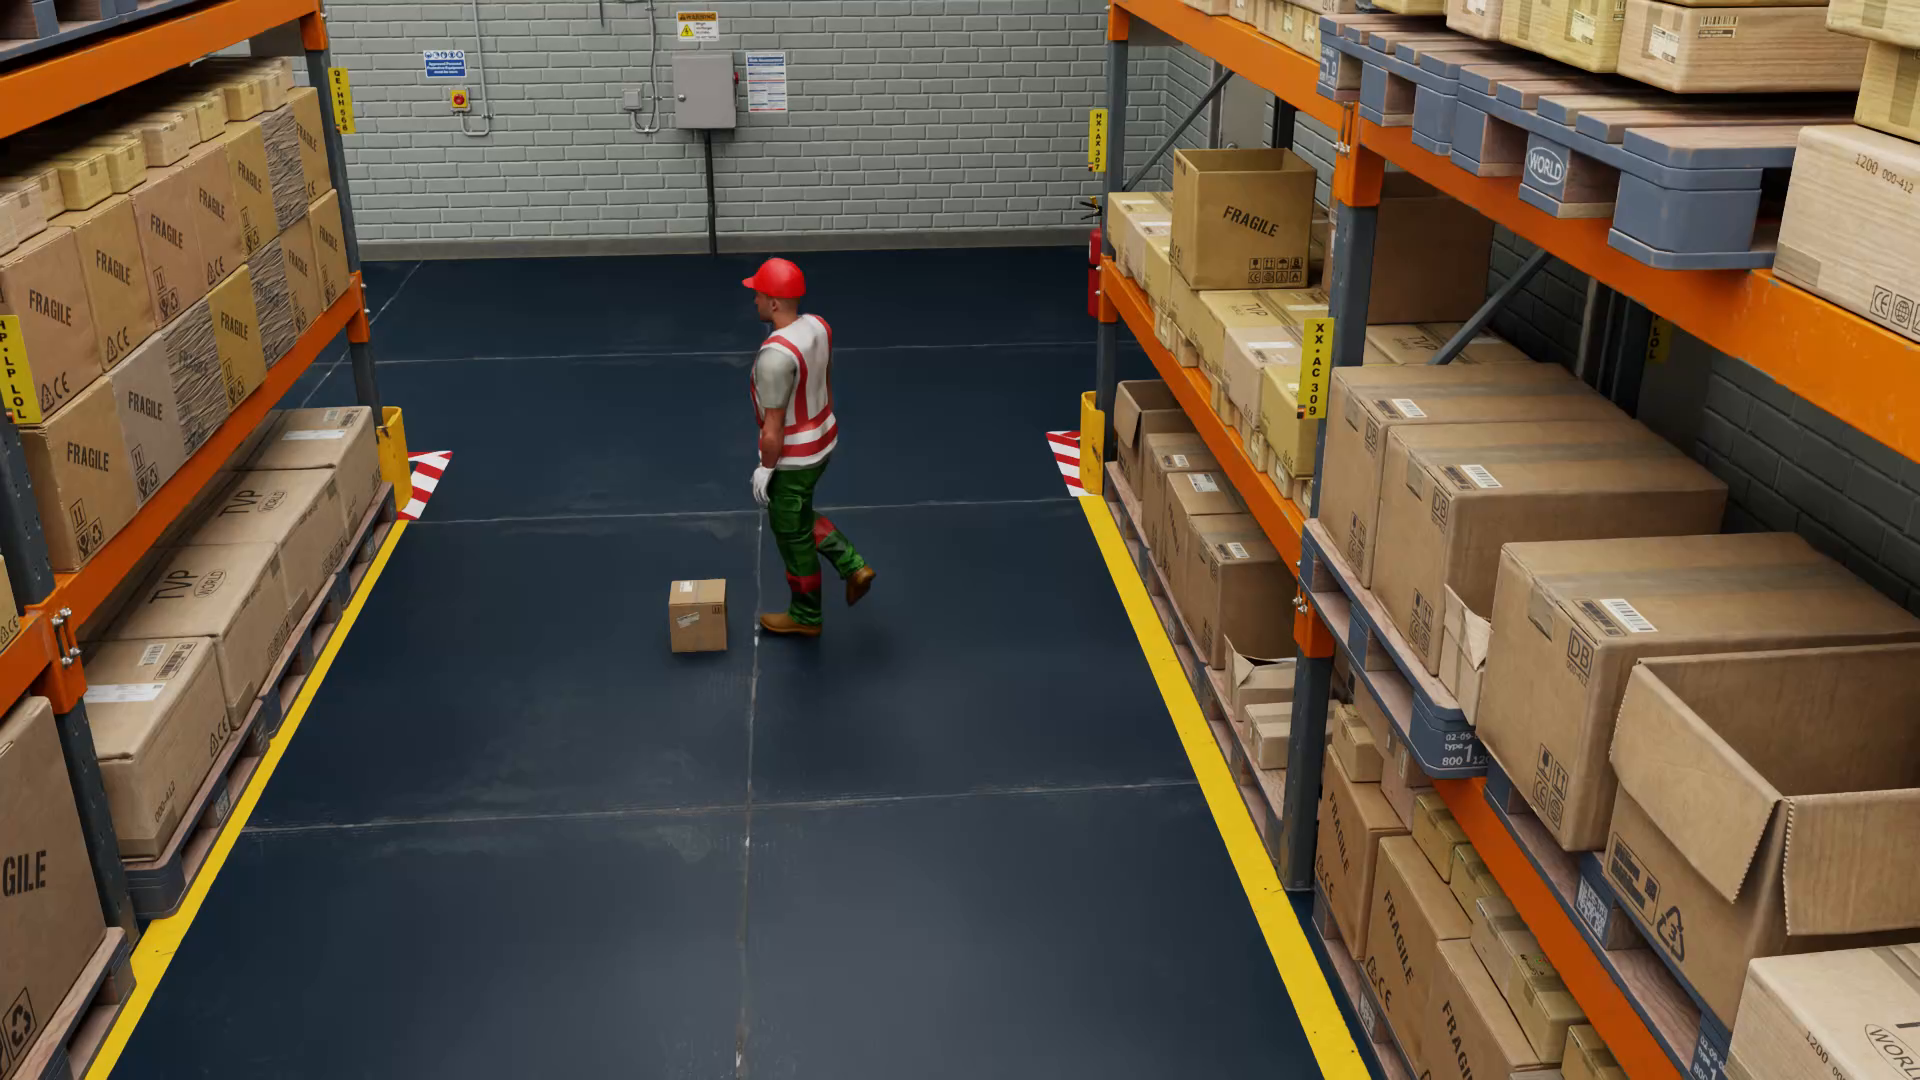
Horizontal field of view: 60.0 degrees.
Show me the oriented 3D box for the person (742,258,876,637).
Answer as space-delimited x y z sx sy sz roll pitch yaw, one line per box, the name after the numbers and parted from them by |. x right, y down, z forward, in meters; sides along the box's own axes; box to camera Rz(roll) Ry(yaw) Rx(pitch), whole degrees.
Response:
-0.692 -0.375 7.379 0.532 1.788 0.610 8 25 17 | person
